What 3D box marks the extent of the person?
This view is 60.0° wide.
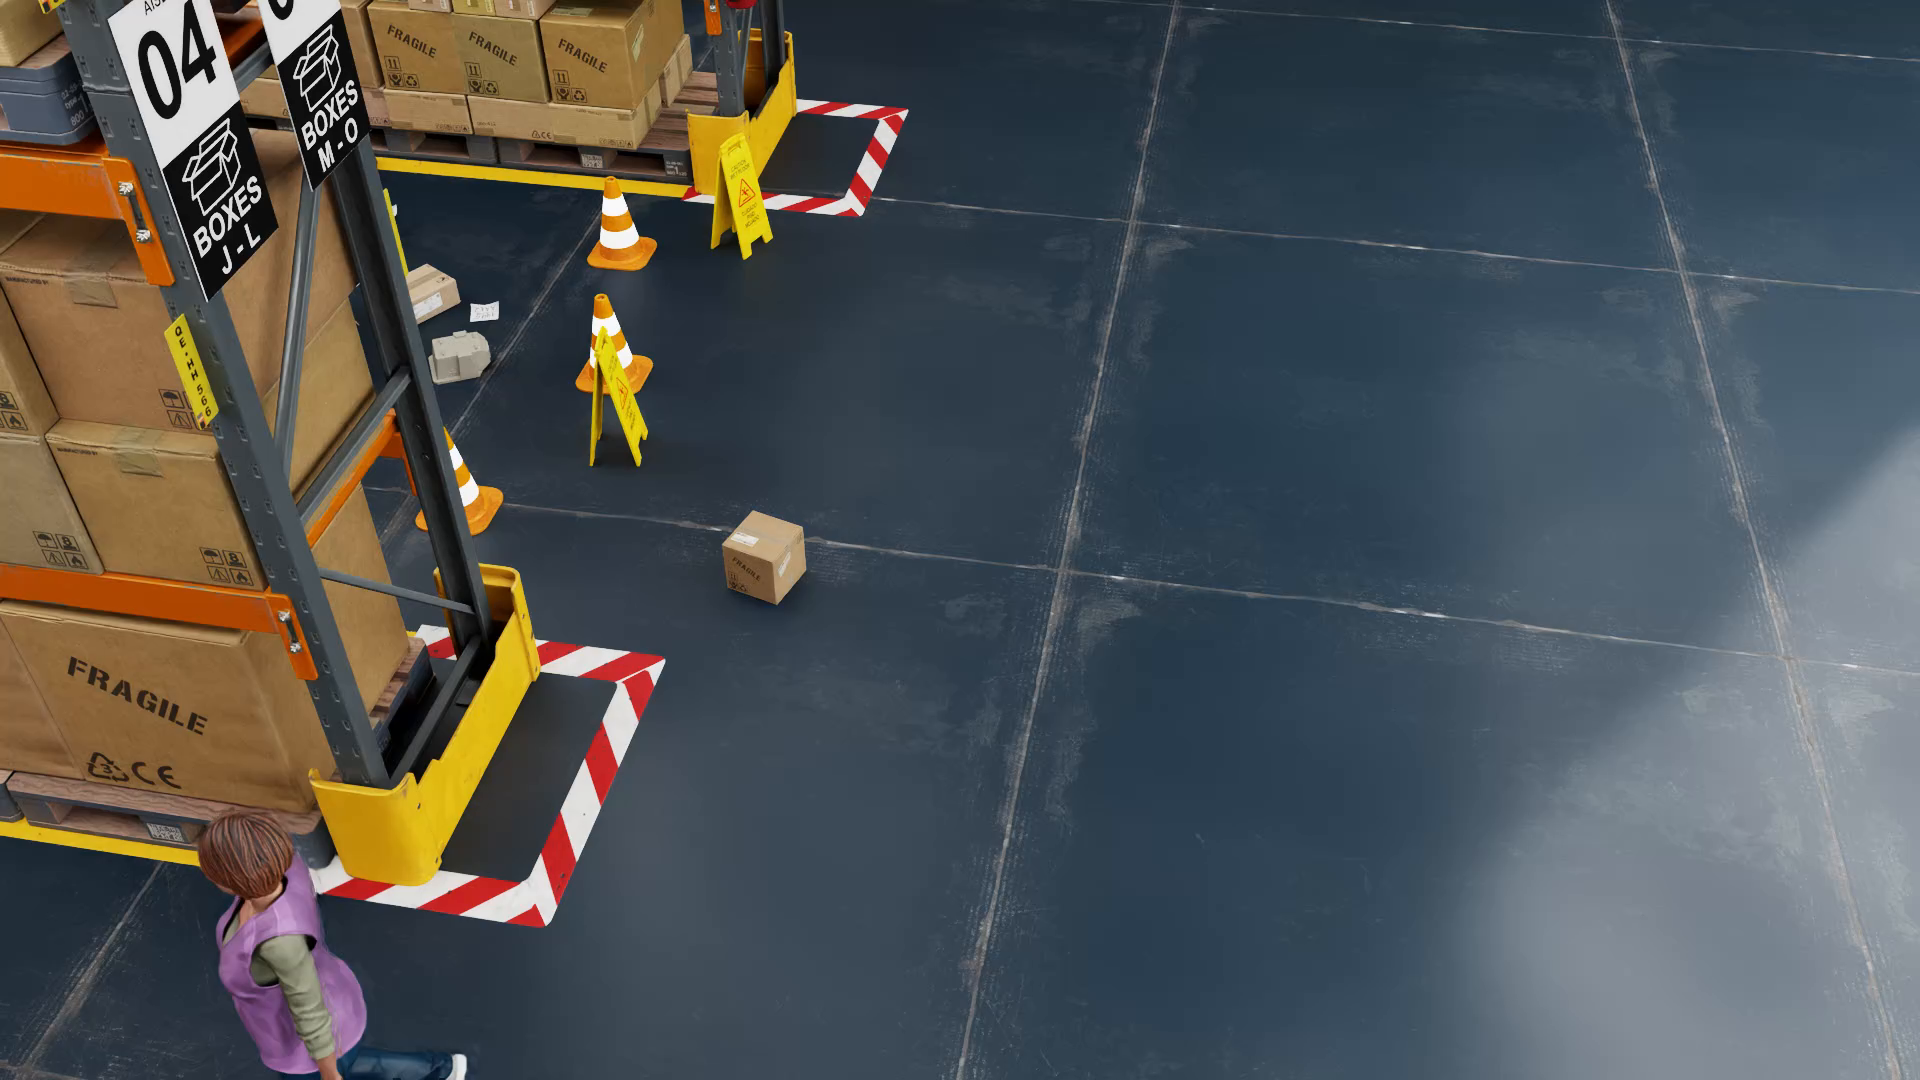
[{"bbox_3d":[-1.762,1.330,4.629,0.607,1.574,0.444,-18,44,-20],"label":"person"}]
